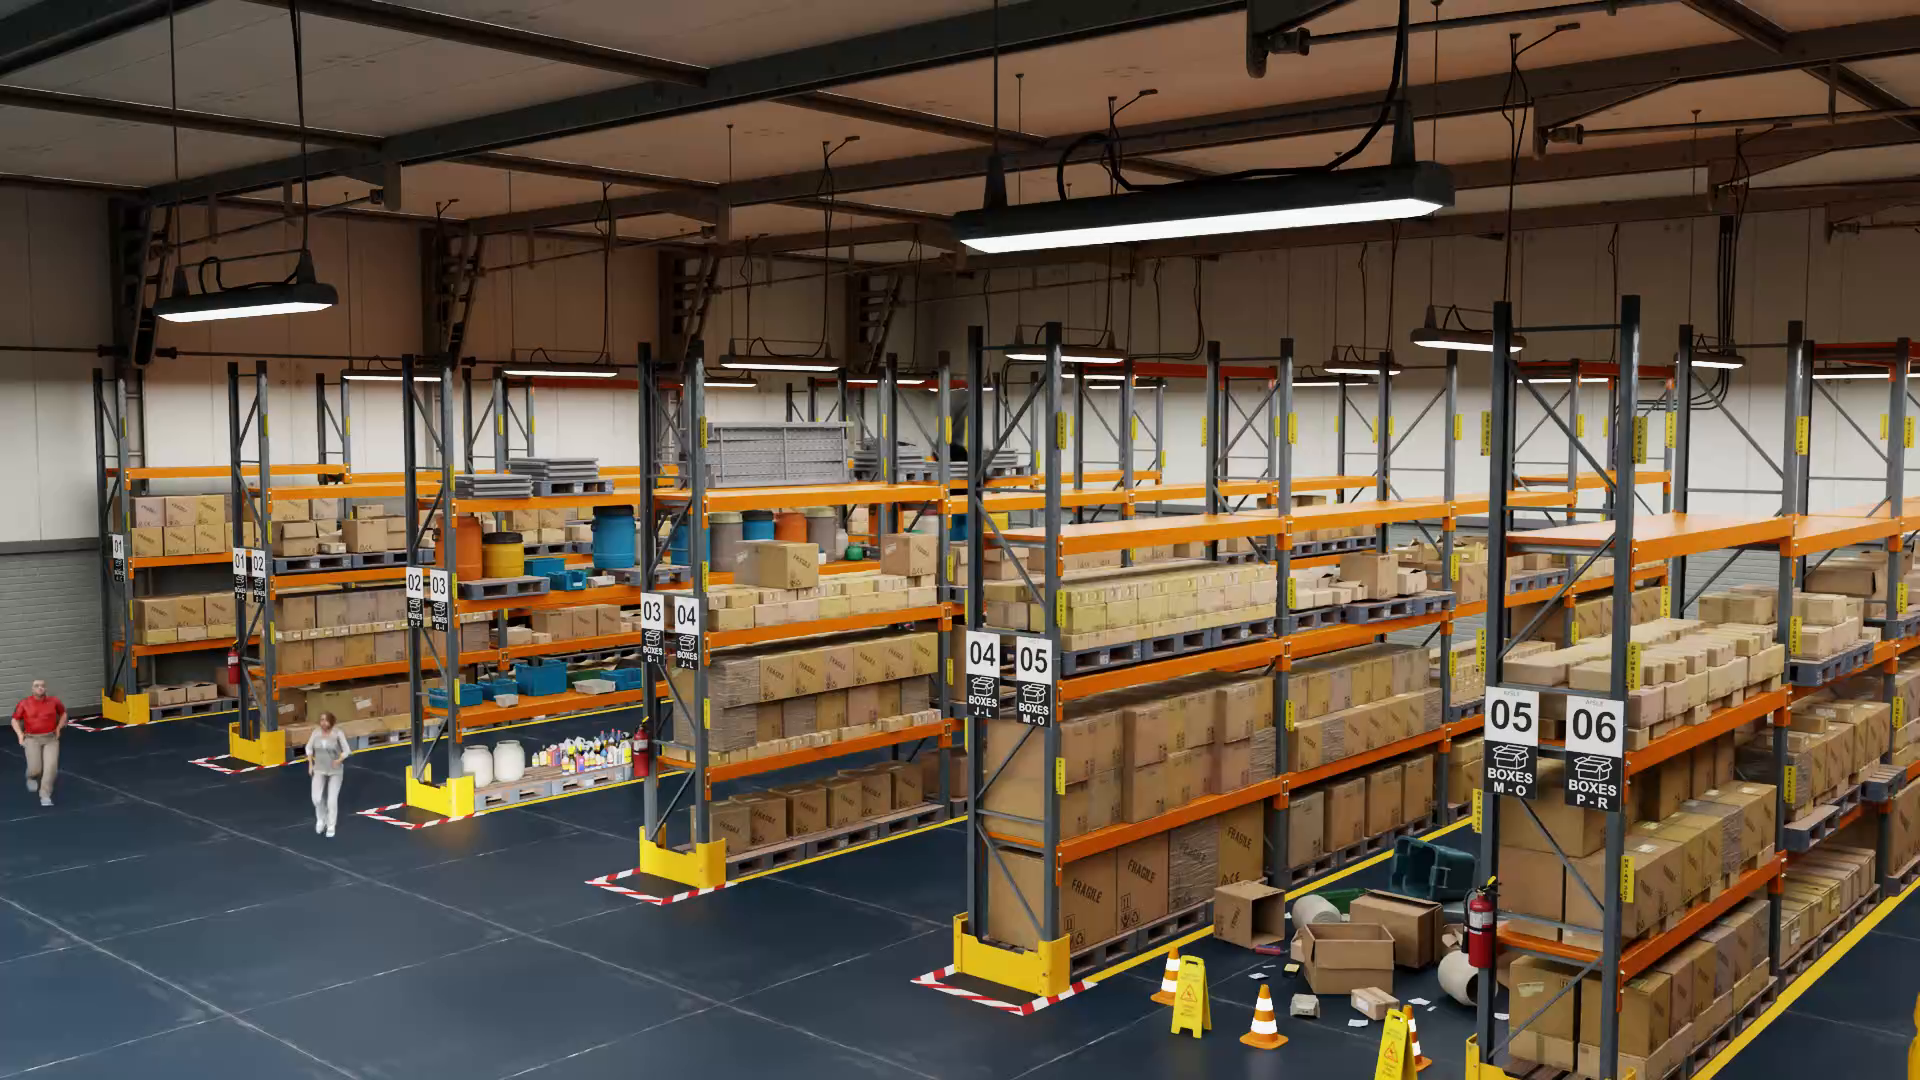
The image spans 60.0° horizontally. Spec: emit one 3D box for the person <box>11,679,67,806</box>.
[{"bbox_3d":[-12.319,2.697,22.295,0.665,1.679,0.644,-3,5,-37],"label":"person"}]

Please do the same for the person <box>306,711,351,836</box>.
[{"bbox_3d":[-7.769,2.925,20.424,0.543,1.472,0.565,-1,4,-13],"label":"person"}]
